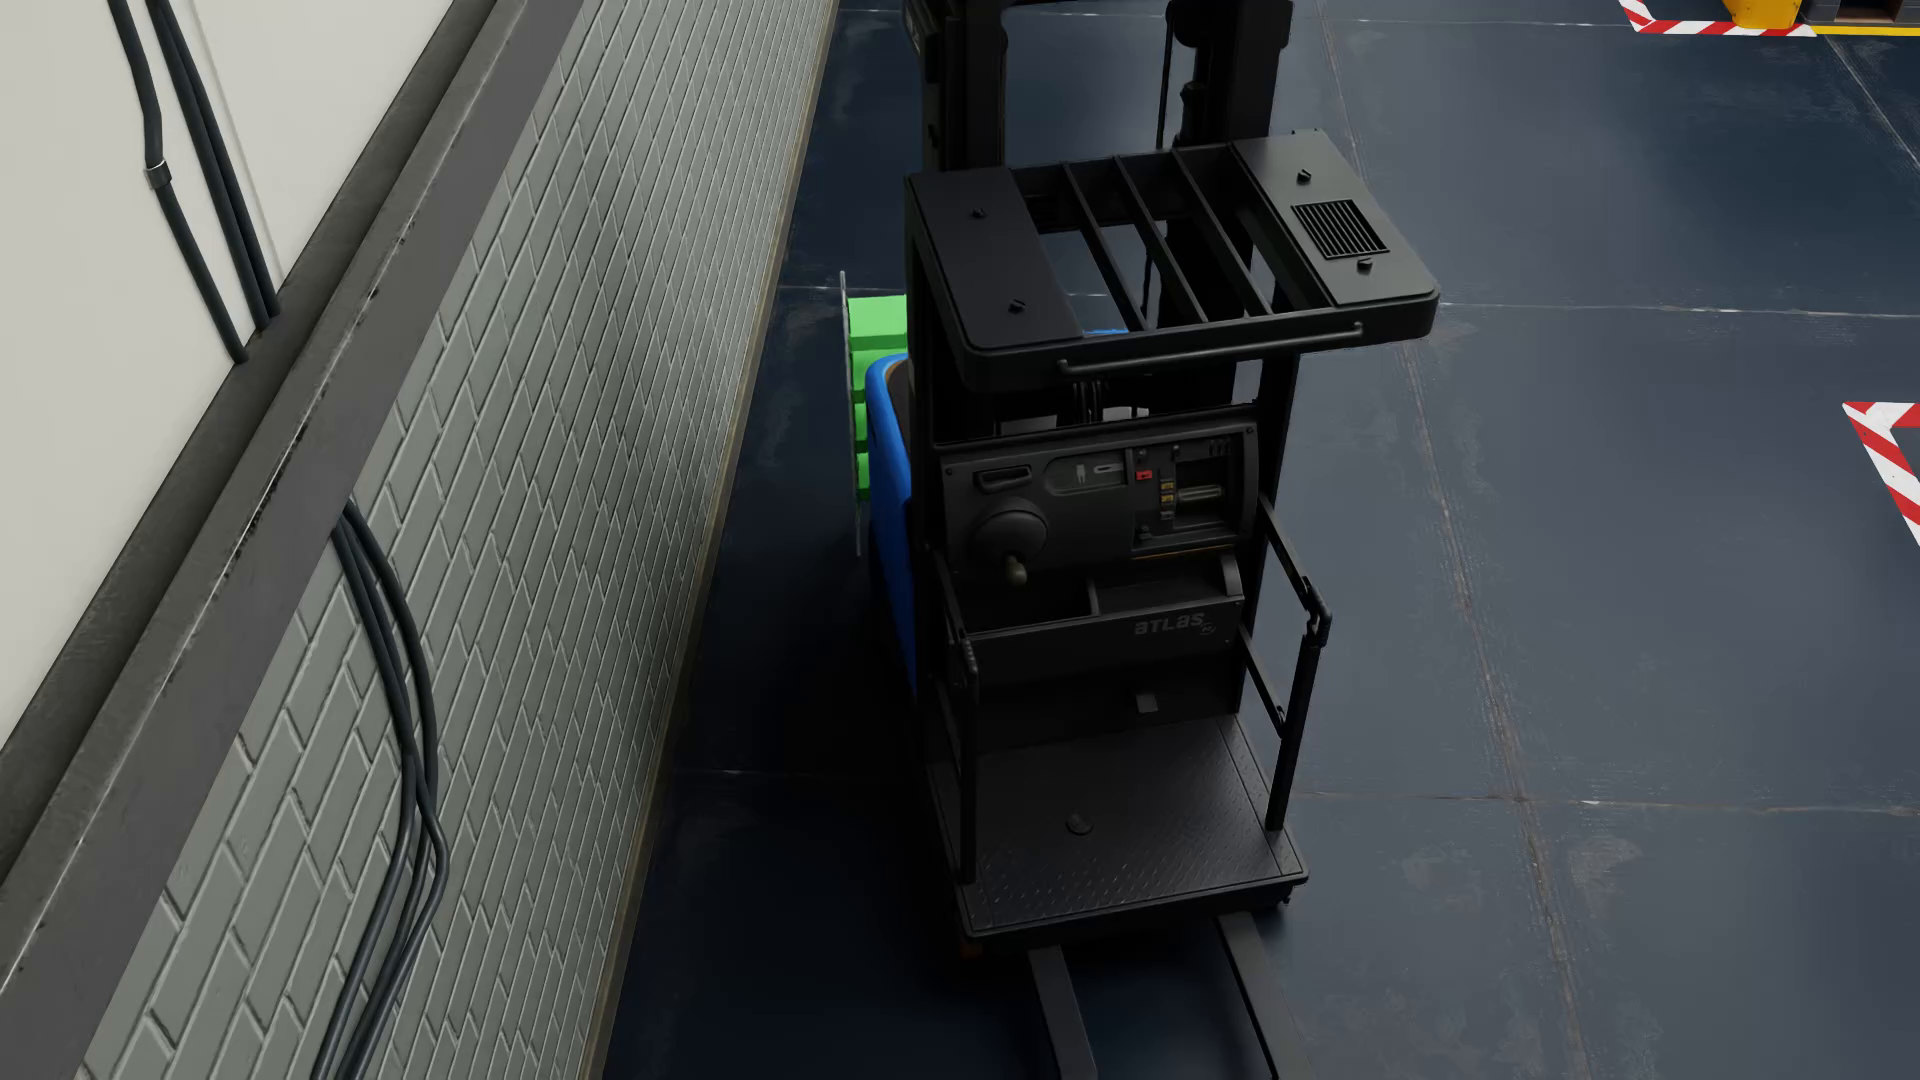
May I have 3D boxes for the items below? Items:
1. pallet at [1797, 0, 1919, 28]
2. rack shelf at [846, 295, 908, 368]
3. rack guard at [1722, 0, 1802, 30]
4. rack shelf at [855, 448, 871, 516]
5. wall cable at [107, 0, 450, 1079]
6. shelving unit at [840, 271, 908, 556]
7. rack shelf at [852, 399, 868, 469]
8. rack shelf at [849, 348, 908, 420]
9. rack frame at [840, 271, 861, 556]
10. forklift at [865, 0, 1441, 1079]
[{"bbox_3d":[5.758,-3.525,10.379,1.213,0.211,1.003,2,43,2],"label":"pallet"},{"bbox_3d":[-0.174,-0.776,6.092,0.480,0.148,0.258,-4,43,-4],"label":"rack shelf"},{"bbox_3d":[4.912,-3.674,10.327,0.348,0.500,1.175,2,43,2],"label":"rack guard"},{"bbox_3d":[-0.174,-0.249,6.583,0.480,0.148,0.258,-4,43,-4],"label":"rack shelf"},{"bbox_3d":[-1.144,0.673,1.703,0.112,2.526,3.097,2,43,2],"label":"wall cable"},{"bbox_3d":[-0.174,-0.471,6.376,0.503,1.200,0.258,-4,43,-4],"label":"shelving unit"},{"bbox_3d":[-0.174,-0.425,6.419,0.480,0.148,0.258,-4,43,-4],"label":"rack shelf"},{"bbox_3d":[-0.174,-0.600,6.256,0.480,0.148,0.258,-4,43,-4],"label":"rack shelf"},{"bbox_3d":[-0.417,-0.456,6.359,0.015,1.200,0.240,-4,43,-4],"label":"rack frame"},{"bbox_3d":[0.453,-0.019,4.620,1.130,2.935,3.031,-8,44,-9],"label":"forklift"}]
